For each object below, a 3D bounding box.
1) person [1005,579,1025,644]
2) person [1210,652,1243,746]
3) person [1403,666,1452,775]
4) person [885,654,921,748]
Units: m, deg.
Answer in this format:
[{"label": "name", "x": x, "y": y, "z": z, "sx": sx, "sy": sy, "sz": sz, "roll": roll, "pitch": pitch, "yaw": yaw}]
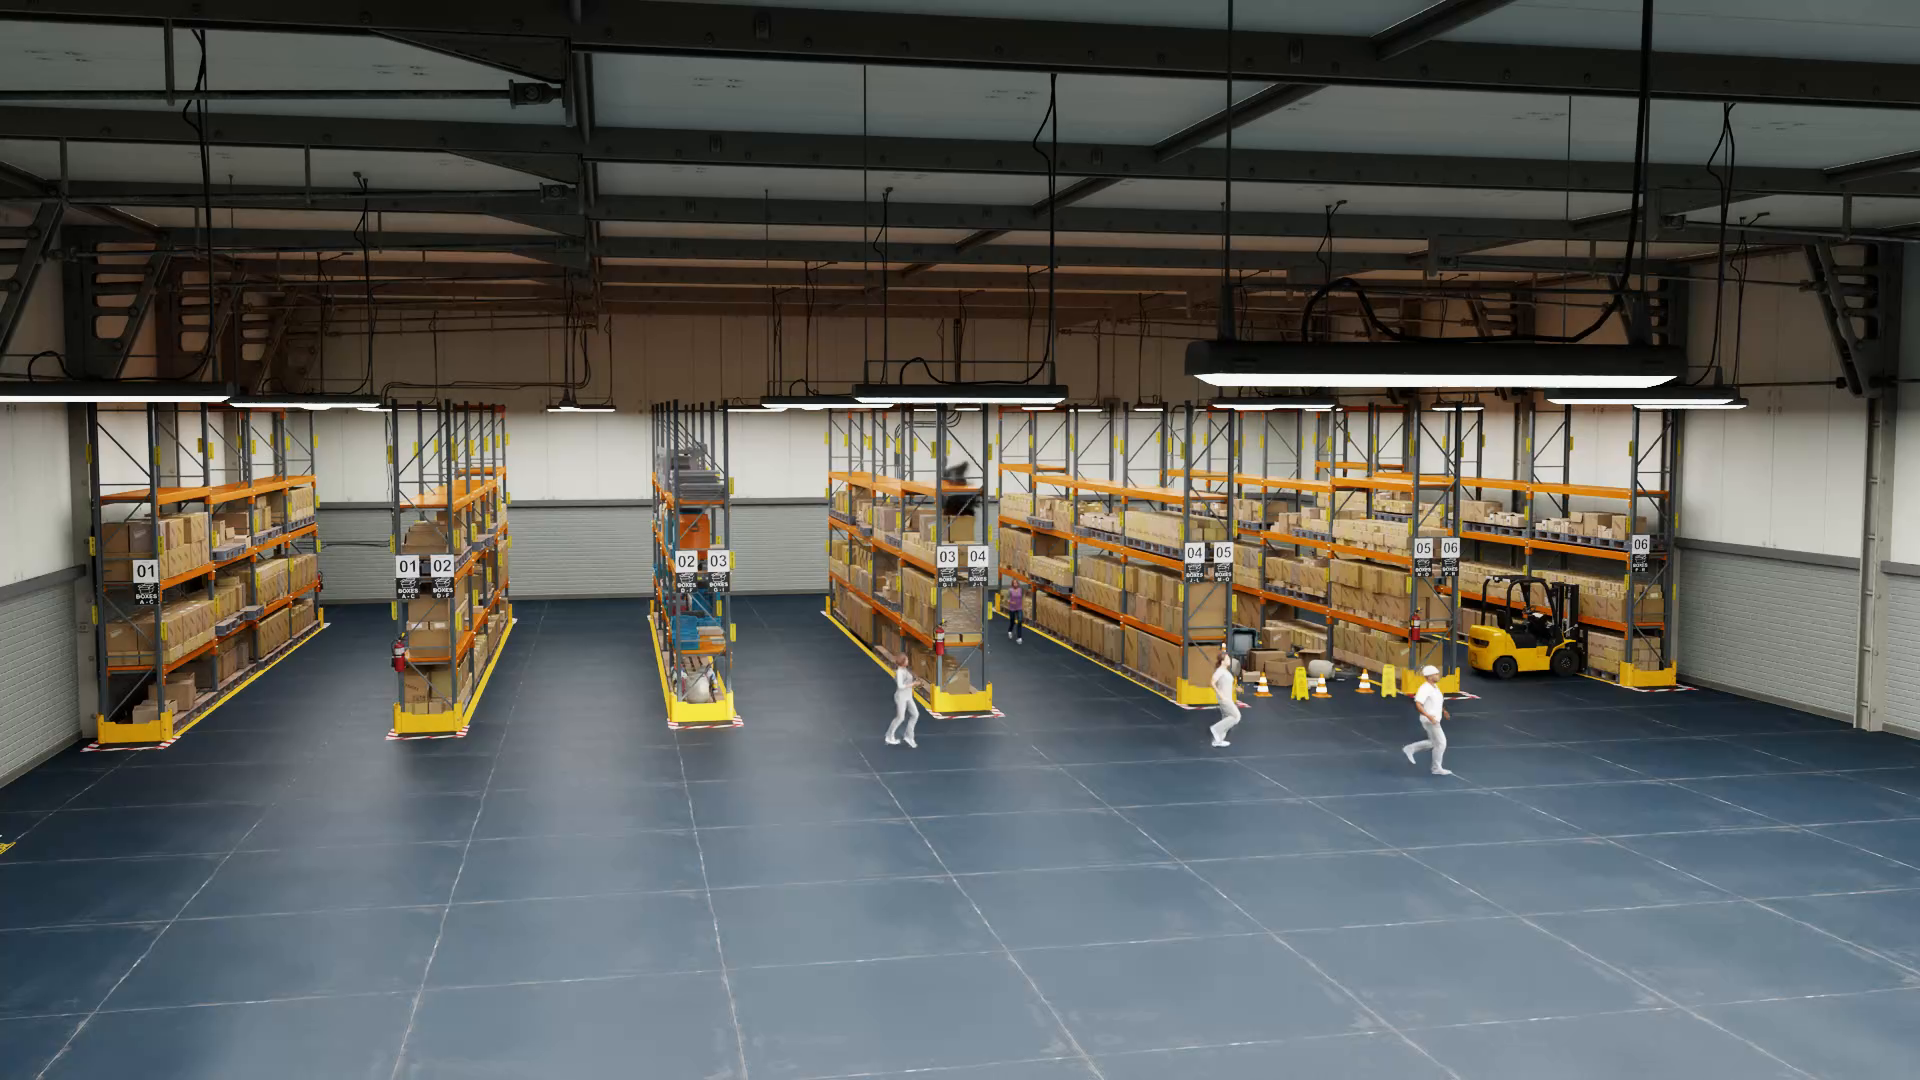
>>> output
[{"label": "person", "x": 1.393, "y": 1.774, "z": 41.800, "sx": 0.552, "sy": 1.600, "sz": 0.894, "roll": -1, "pitch": 4, "yaw": -12}, {"label": "person", "x": 4.599, "y": 2.754, "z": 28.624, "sx": 0.546, "sy": 1.604, "sz": 0.552, "roll": 1, "pitch": 5, "yaw": 17}, {"label": "person", "x": 7.446, "y": 2.861, "z": 26.485, "sx": 0.795, "sy": 1.729, "sz": 0.738, "roll": 2, "pitch": 5, "yaw": 27}, {"label": "person", "x": -0.968, "y": 2.769, "z": 28.599, "sx": 0.667, "sy": 1.639, "sz": 0.514, "roll": 1, "pitch": 5, "yaw": 17}]
